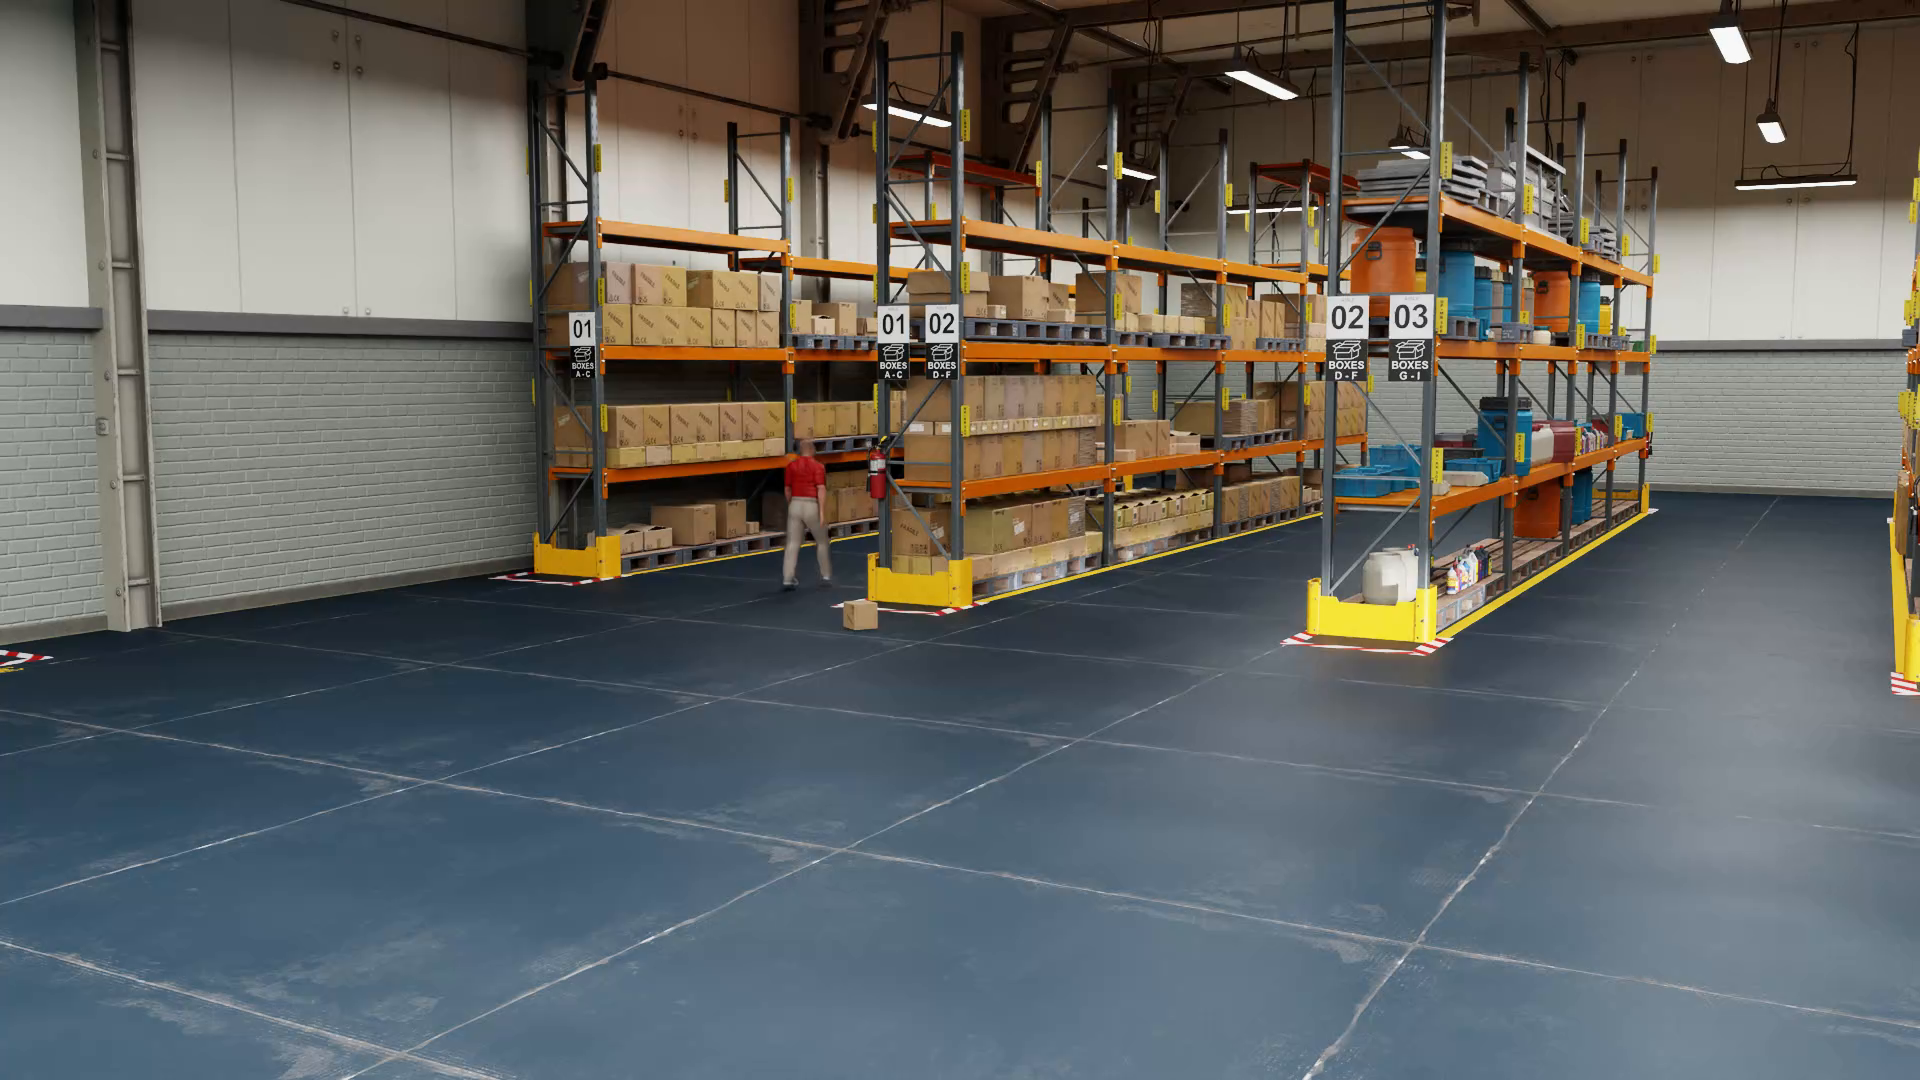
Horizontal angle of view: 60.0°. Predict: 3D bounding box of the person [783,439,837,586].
[{"bbox_3d":[-1.753,-0.317,19.285,0.586,1.712,0.946,2,6,18],"label":"person"}]
